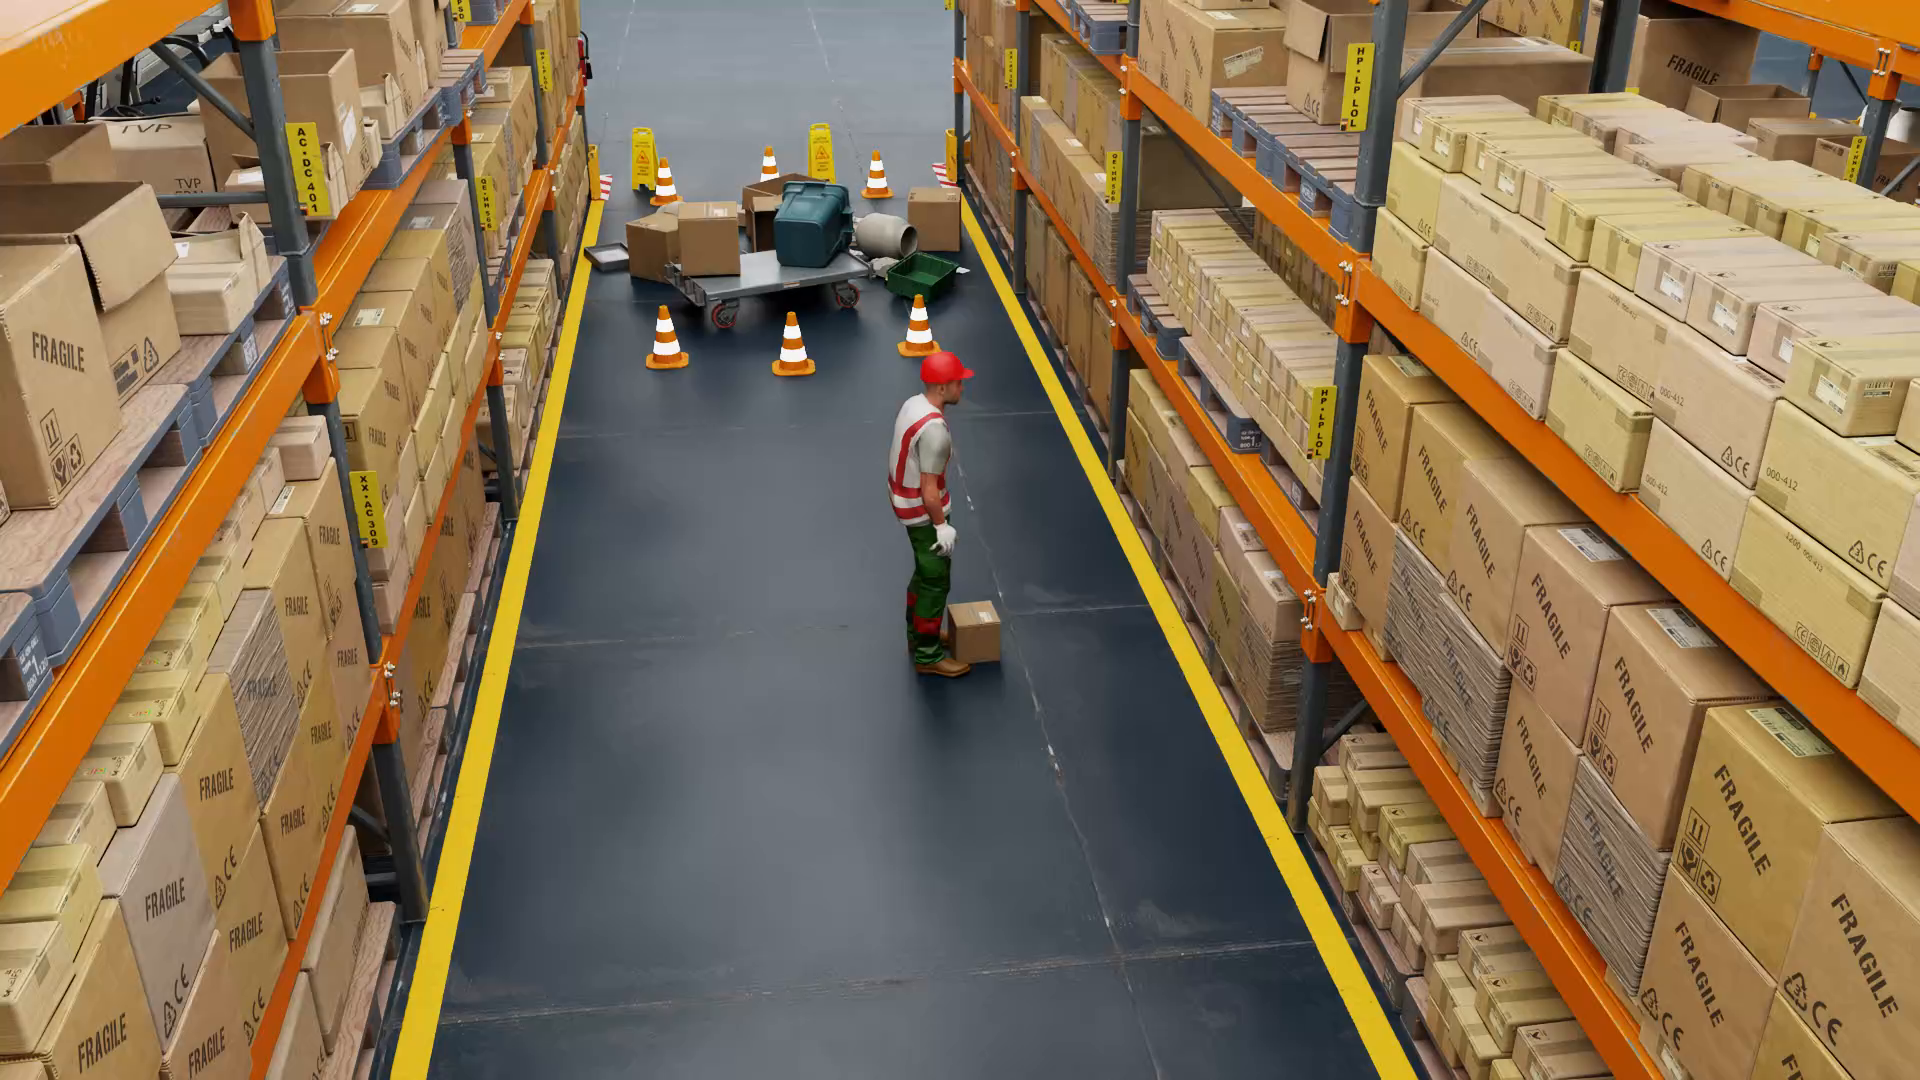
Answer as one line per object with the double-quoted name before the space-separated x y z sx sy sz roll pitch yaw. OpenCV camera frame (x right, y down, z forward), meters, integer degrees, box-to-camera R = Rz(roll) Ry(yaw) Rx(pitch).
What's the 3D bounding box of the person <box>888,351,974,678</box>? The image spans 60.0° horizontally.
"person" -0.146 -0.154 8.904 0.454 1.779 0.621 -4 27 -8
